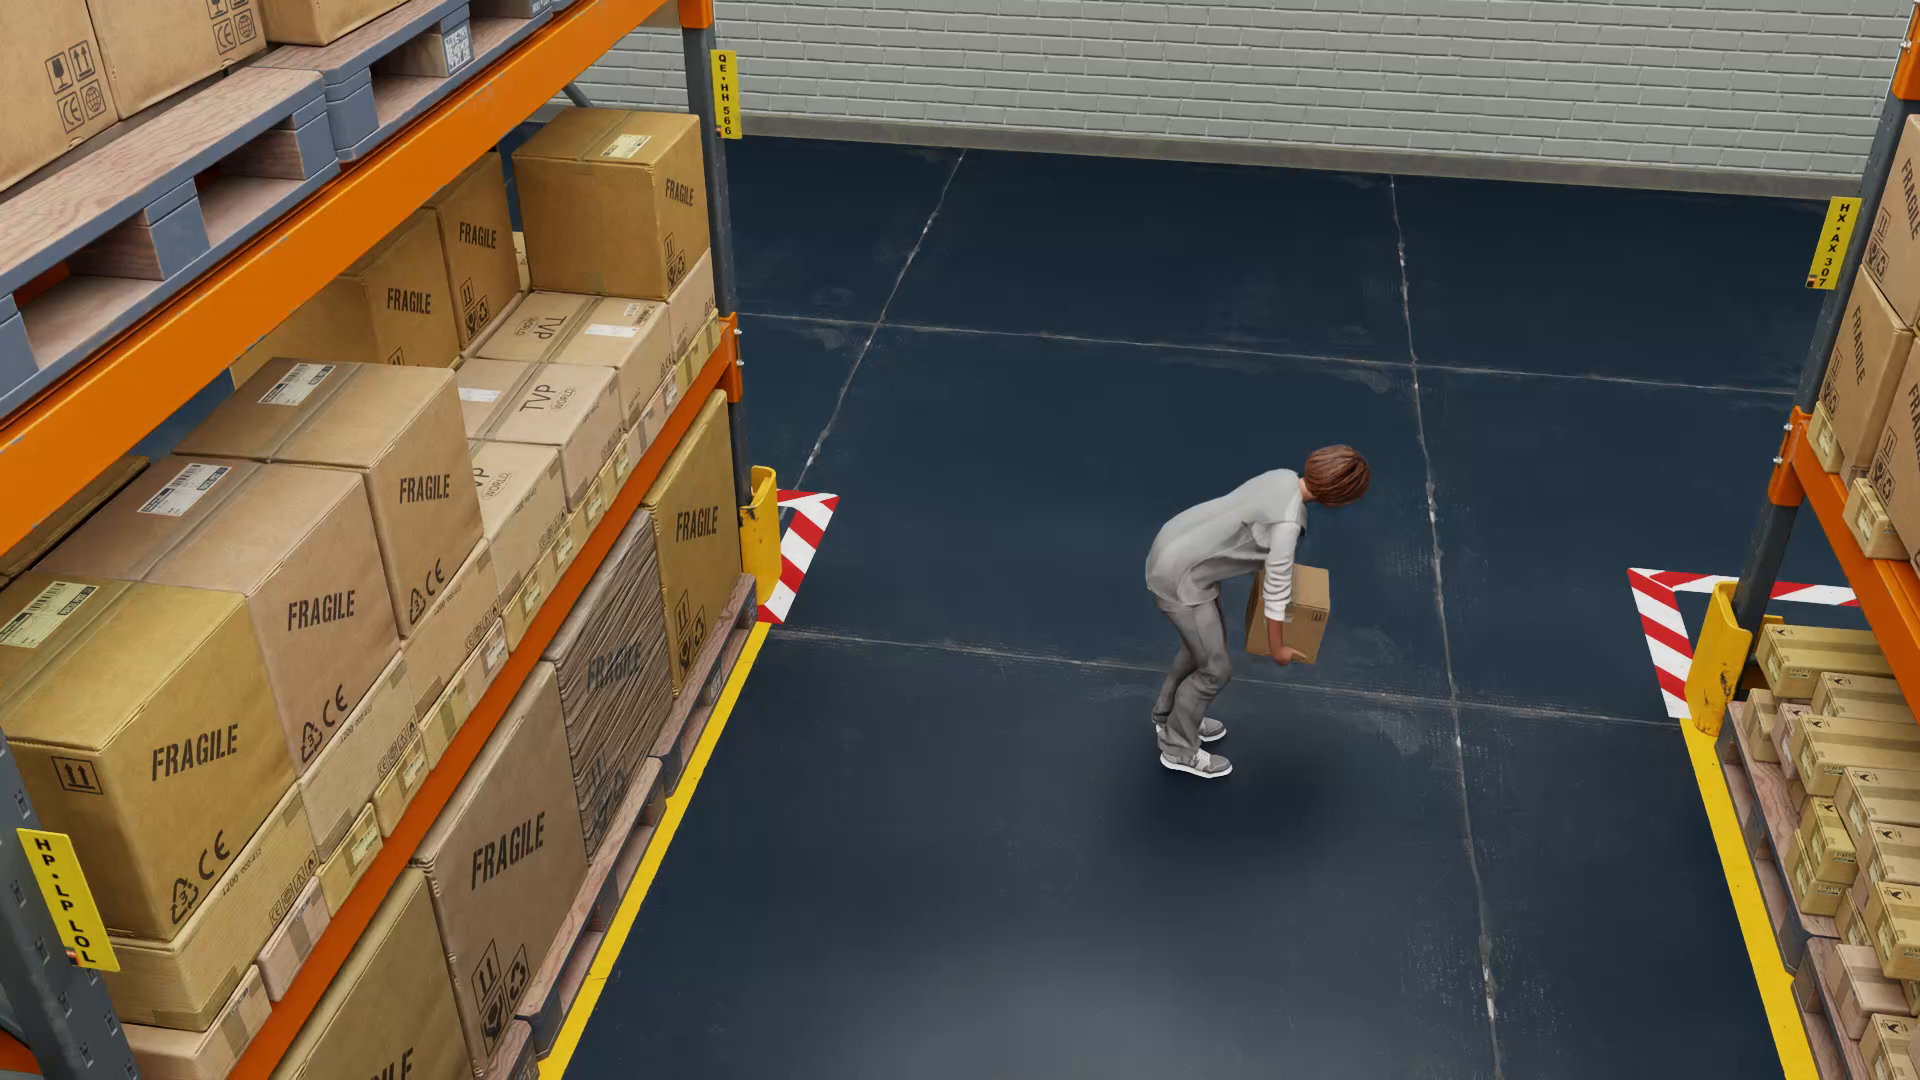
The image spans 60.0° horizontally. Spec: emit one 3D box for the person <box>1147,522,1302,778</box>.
[{"bbox_3d":[0.926,0.307,6.032,0.511,1.213,0.373,5,33,7],"label":"person"}]
